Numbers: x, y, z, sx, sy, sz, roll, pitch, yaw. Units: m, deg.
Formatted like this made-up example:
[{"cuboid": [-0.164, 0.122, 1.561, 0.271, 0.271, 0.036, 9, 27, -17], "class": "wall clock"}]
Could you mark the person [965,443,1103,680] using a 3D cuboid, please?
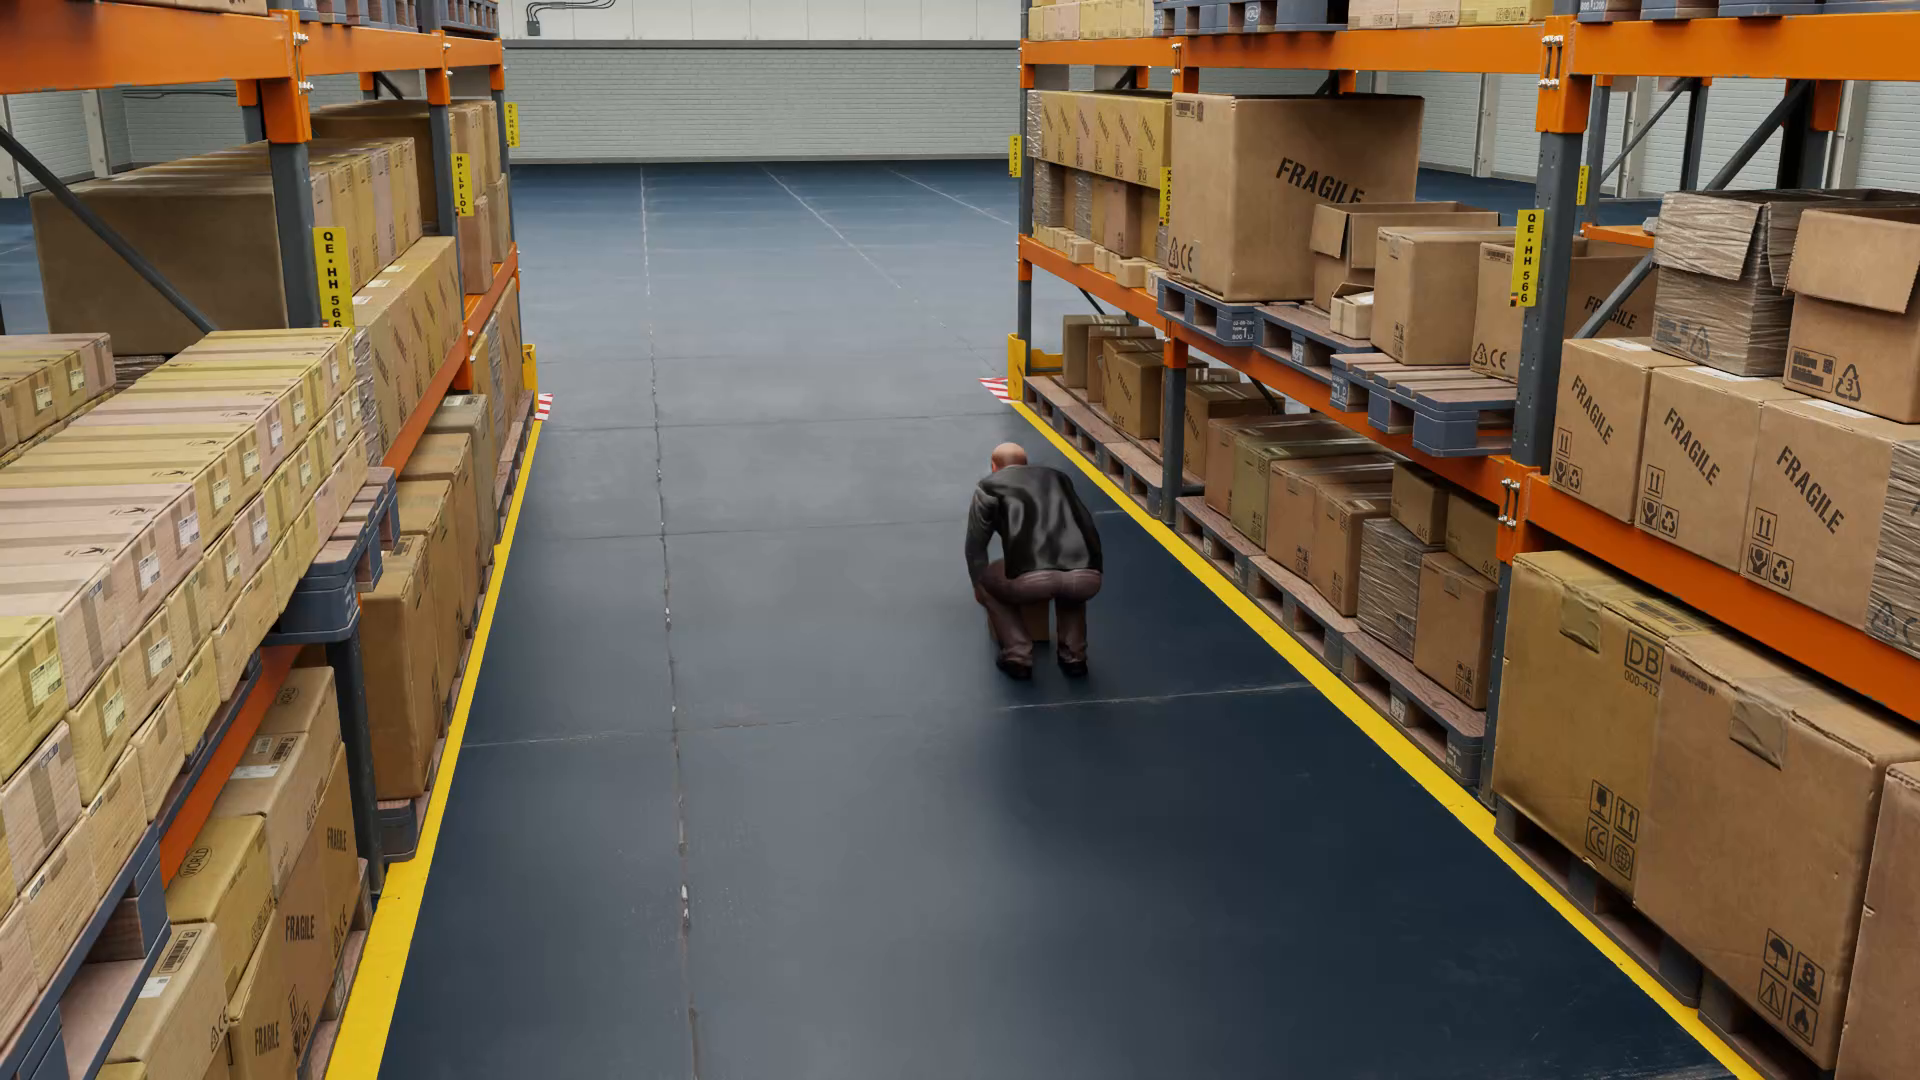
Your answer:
[{"cuboid": [0.327, 0.098, 7.608, 0.547, 0.963, 0.865, -3, 17, -11], "class": "person"}]
